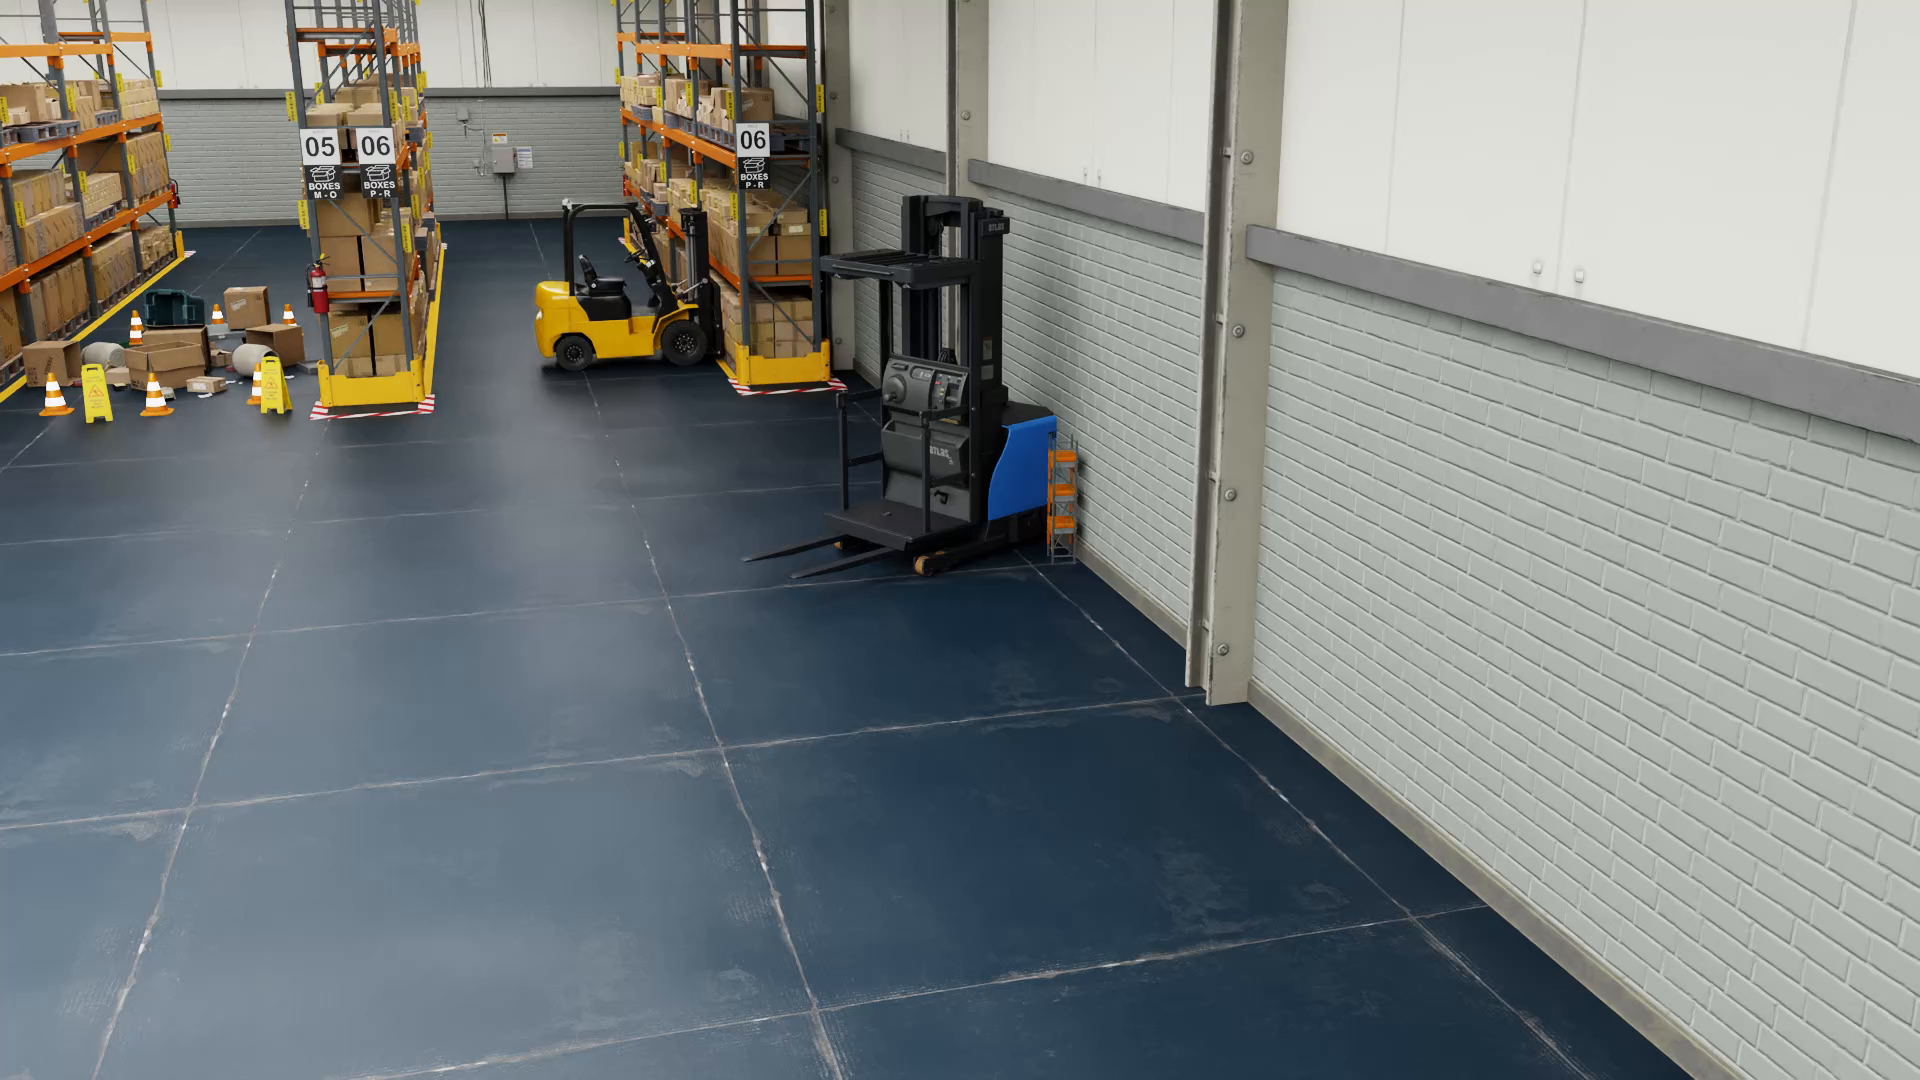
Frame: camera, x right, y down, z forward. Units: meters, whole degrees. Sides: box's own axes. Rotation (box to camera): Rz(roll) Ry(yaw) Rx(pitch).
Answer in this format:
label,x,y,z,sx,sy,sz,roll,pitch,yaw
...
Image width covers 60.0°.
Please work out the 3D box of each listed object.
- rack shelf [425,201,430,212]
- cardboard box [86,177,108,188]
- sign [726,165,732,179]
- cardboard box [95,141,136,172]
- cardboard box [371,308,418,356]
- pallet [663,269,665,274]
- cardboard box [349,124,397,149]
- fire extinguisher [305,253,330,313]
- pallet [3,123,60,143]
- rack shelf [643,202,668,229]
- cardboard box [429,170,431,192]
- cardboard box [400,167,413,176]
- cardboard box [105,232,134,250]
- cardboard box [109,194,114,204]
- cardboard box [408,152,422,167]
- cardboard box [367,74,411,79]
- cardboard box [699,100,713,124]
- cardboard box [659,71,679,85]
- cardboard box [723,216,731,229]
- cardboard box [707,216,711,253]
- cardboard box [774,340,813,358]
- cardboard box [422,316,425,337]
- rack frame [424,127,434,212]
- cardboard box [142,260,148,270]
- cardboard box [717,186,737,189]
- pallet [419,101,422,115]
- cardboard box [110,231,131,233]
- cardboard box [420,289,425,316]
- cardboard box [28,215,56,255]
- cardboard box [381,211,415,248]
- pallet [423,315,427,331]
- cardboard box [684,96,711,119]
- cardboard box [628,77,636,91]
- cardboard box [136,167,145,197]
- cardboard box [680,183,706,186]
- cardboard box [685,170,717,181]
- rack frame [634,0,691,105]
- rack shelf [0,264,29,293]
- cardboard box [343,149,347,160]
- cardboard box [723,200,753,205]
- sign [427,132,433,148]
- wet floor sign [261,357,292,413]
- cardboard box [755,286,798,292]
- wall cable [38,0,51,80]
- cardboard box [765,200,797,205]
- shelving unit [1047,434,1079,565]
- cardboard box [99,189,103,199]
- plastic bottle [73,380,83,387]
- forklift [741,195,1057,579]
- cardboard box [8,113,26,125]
label,x,y,z,sx,sy,sz,roll,pitch,yaw
rack shelf,-9.775,-5.506,28.818,1.077,0.370,4.000,-5,17,-15
cardboard box,-14.478,-5.968,27.777,0.380,0.149,0.250,-5,18,-17
sign,-3.921,-6.290,28.165,0.100,0.325,0.005,-5,17,-15
cardboard box,-14.946,-6.798,29.439,0.500,0.500,0.500,-4,17,-14
cardboard box,-6.989,-2.579,20.570,0.500,0.500,0.500,-5,18,-17
pallet,-4.954,-4.901,30.403,1.003,0.211,1.213,-5,17,-15
cardboard box,-6.908,-4.752,19.586,0.500,0.250,0.500,-5,17,-16
fire extinguisher,-7.438,-2.979,19.290,0.296,0.674,0.183,-5,17,-15
pallet,-13.419,-5.741,23.464,1.003,0.211,1.213,-4,17,-13
rack shelf,-5.003,-5.899,30.128,1.077,0.370,4.000,-5,17,-15
cardboard box,-10.608,-7.022,32.441,0.500,0.500,0.500,-4,17,-14
cardboard box,-8.504,-5.569,25.230,0.380,0.149,0.250,-6,18,-18
cardboard box,-14.608,-5.161,28.732,0.500,0.250,0.500,-5,17,-17
cardboard box,-14.549,-5.761,28.122,0.380,0.149,0.250,-6,18,-18
cardboard box,-9.534,-6.400,28.633,0.500,0.500,0.500,-4,17,-14
cardboard box,-10.726,-8.509,31.268,0.797,0.503,0.637,-3,17,-11
cardboard box,-3.360,-5.978,23.175,0.500,0.311,0.500,-4,17,-14
cardboard box,-5.403,-8.624,31.030,0.396,0.266,0.258,-5,17,-16
cardboard box,-2.907,-4.195,21.901,0.380,0.149,0.250,-5,18,-17
cardboard box,-3.324,-4.346,23.532,0.500,0.500,0.500,-4,17,-14
cardboard box,-2.202,-2.513,21.655,0.500,0.250,0.500,-5,17,-15
cardboard box,-7.705,-2.933,23.051,0.500,0.250,0.500,-4,17,-13
rack frame,-11.424,-7.510,34.240,1.000,3.000,0.127,-5,17,-15
cardboard box,-14.847,-4.946,29.930,0.380,0.149,0.250,-5,18,-18
cardboard box,-3.619,-5.482,26.188,0.380,0.149,0.250,-5,17,-15
pallet,-10.539,-8.025,30.893,1.003,0.211,1.213,-5,17,-15
cardboard box,-16.053,-5.831,31.841,0.380,0.149,0.250,-6,18,-18
cardboard box,-8.473,-3.477,24.650,0.950,0.372,0.625,-4,17,-12
cardboard box,-13.018,-4.264,23.260,0.500,0.500,0.500,-5,17,-16
cardboard box,-7.616,-4.136,22.316,0.500,0.500,0.500,-4,17,-13
pallet,-8.341,-3.070,24.307,1.003,0.211,1.213,-5,17,-15
cardboard box,-3.787,-6.408,24.608,0.500,0.311,0.500,-5,18,-17
cardboard box,-6.349,-9.087,33.151,0.500,0.250,0.500,-4,17,-14
cardboard box,-15.093,-6.468,30.079,0.500,0.500,0.500,-5,17,-15
cardboard box,-4.297,-5.656,26.768,0.380,0.149,0.250,-5,17,-15
cardboard box,-4.445,-6.094,28.623,0.500,0.500,0.500,-4,17,-13
rack frame,-5.553,-9.670,31.003,1.000,3.000,0.127,-5,17,-15
rack shelf,-12.308,-2.874,20.055,1.077,0.370,4.000,-5,17,-15
cardboard box,-7.534,-4.620,19.840,0.380,0.149,0.250,-4,17,-14
cardboard box,-2.983,-4.485,22.351,0.380,0.149,0.250,-4,17,-14
sign,-10.898,-8.217,34.169,0.100,0.325,0.005,-5,17,-15
wet floor sign,-8.003,-1.820,19.388,0.267,0.644,0.232,1,17,4
cardboard box,-2.473,-3.266,22.422,0.500,0.250,0.500,-5,17,-16
wall cable,-19.192,-12.977,36.419,2.277,5.999,0.120,-5,17,-15
cardboard box,-2.395,-4.456,22.256,0.380,0.149,0.250,-5,17,-17
shelving unit,0.846,-0.336,13.746,0.215,1.050,0.252,-2,17,-5
cardboard box,-14.330,-5.681,27.341,0.380,0.149,0.250,-4,17,-13
plastic bottle,-10.994,-1.979,20.933,0.283,0.061,0.133,-12,20,-34
forklift,-0.438,-1.276,13.606,1.130,2.935,3.031,16,23,42
cardboard box,-12.993,-5.745,22.682,0.380,0.149,0.250,-5,17,-15
